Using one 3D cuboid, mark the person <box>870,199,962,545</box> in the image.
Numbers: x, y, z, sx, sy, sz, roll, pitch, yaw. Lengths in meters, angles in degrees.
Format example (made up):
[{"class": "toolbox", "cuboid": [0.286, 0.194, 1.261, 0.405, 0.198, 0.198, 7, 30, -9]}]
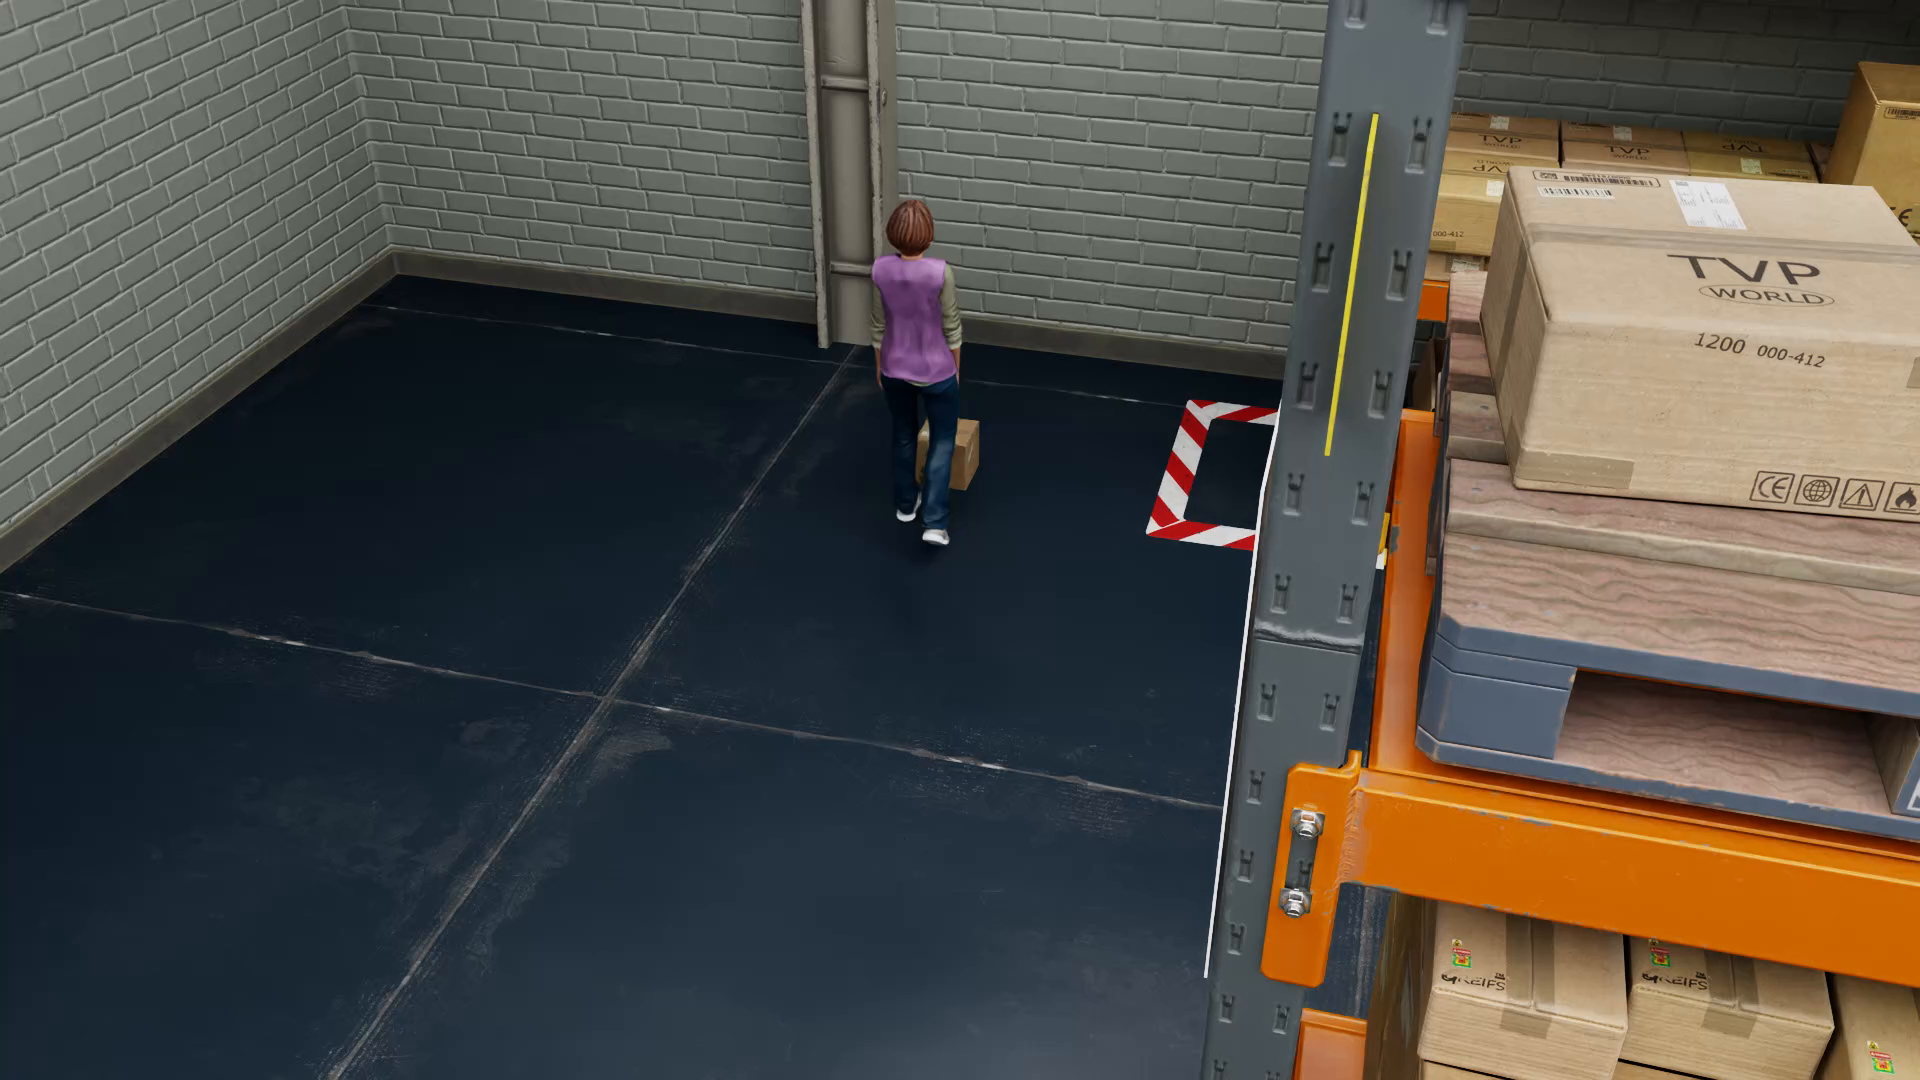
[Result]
[{"class": "person", "cuboid": [-0.189, -0.714, 7.292, 0.413, 1.650, 0.496, 9, 34, 13]}]
